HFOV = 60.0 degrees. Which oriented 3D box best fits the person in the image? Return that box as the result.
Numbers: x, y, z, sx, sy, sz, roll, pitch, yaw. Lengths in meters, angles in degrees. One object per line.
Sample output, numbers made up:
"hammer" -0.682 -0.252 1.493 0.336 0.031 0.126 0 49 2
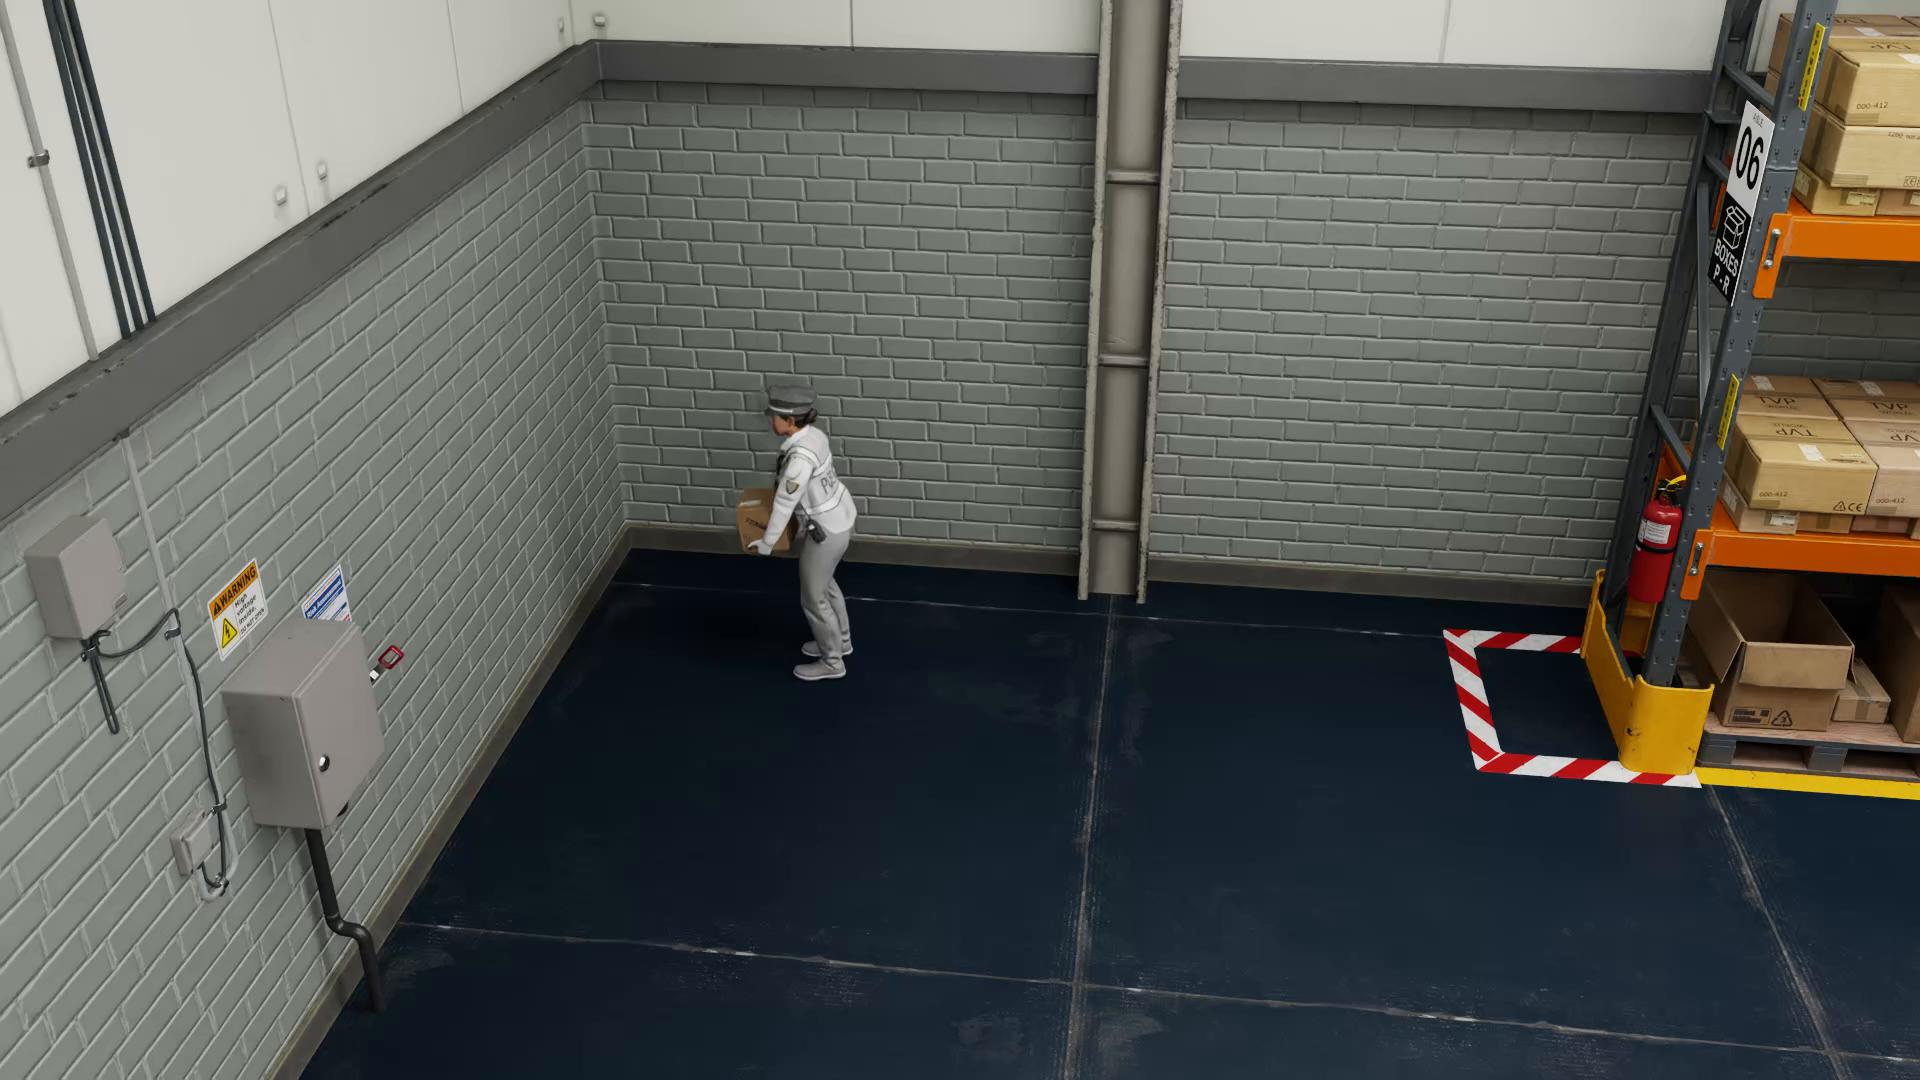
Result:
"person" -0.820 -0.038 8.718 0.549 1.648 0.413 3 29 5
